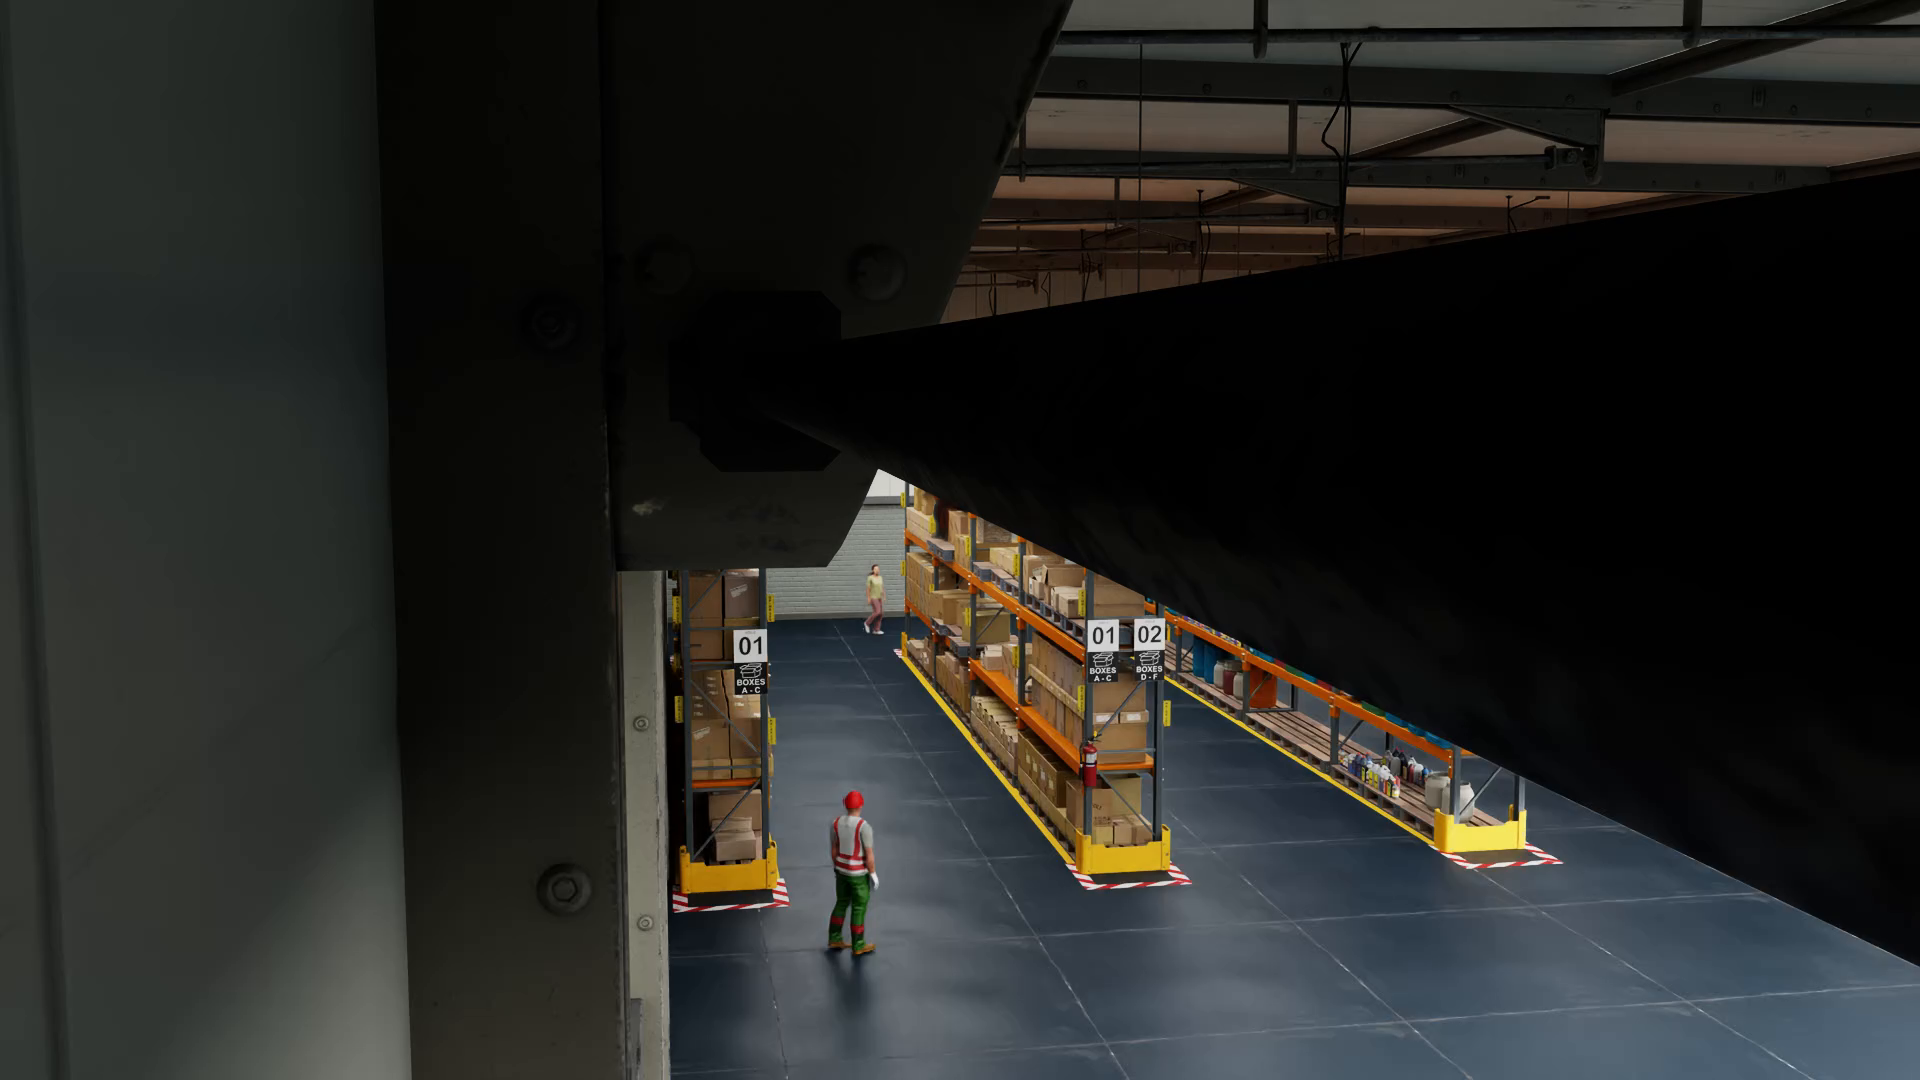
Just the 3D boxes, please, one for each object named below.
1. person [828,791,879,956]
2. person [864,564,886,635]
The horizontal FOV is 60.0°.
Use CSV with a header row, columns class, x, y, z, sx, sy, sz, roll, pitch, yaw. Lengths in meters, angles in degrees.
class,x,y,z,sx,sy,sz,roll,pitch,yaw
person,-1.131,3.594,17.977,0.435,1.820,0.608,-6,8,-43
person,-2.009,1.403,39.353,0.439,1.666,0.481,4,7,33
